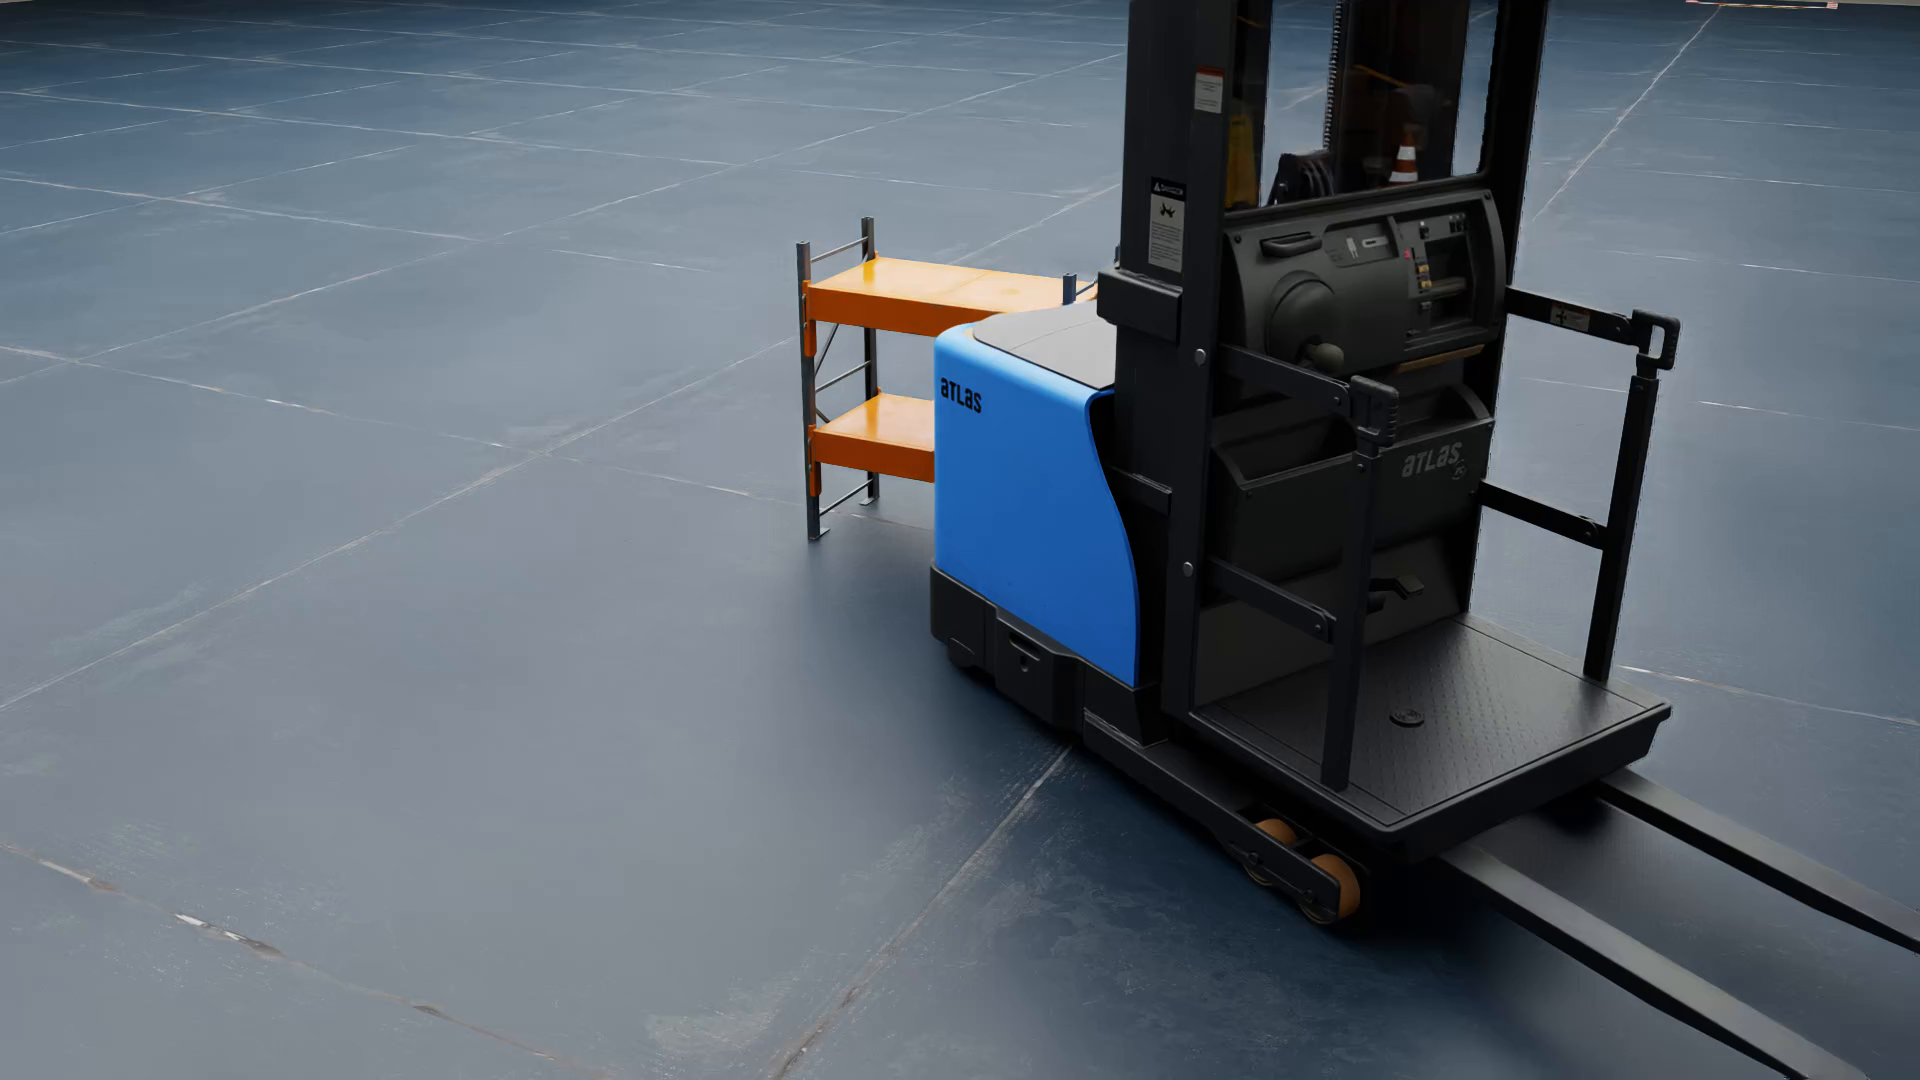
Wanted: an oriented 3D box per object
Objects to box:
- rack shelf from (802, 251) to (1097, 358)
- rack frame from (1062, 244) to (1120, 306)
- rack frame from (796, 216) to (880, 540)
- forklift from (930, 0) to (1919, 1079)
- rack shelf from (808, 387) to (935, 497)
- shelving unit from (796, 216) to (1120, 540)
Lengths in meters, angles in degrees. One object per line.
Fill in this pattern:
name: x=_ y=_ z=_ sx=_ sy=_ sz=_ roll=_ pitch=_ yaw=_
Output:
rack shelf: x=0.006 y=-0.786 z=5.913 sx=1.000 sy=0.278 sz=0.538 roll=11 pitch=25 yaw=25
rack frame: x=0.460 y=-0.427 z=5.816 sx=0.032 sy=1.125 sz=0.500 roll=11 pitch=25 yaw=25
rack frame: x=-0.448 y=-0.606 z=6.238 sx=0.032 sy=1.125 sz=0.500 roll=11 pitch=25 yaw=25
forklift: x=1.148 y=-0.627 z=3.979 sx=1.130 sy=2.935 sz=3.031 roll=-15 pitch=27 yaw=-31
rack shelf: x=0.006 y=-0.291 z=6.123 sx=1.000 sy=0.278 sz=0.538 roll=11 pitch=25 yaw=25
shelving unit: x=0.006 y=-0.516 z=6.027 sx=1.048 sy=1.125 sz=0.538 roll=11 pitch=25 yaw=25
